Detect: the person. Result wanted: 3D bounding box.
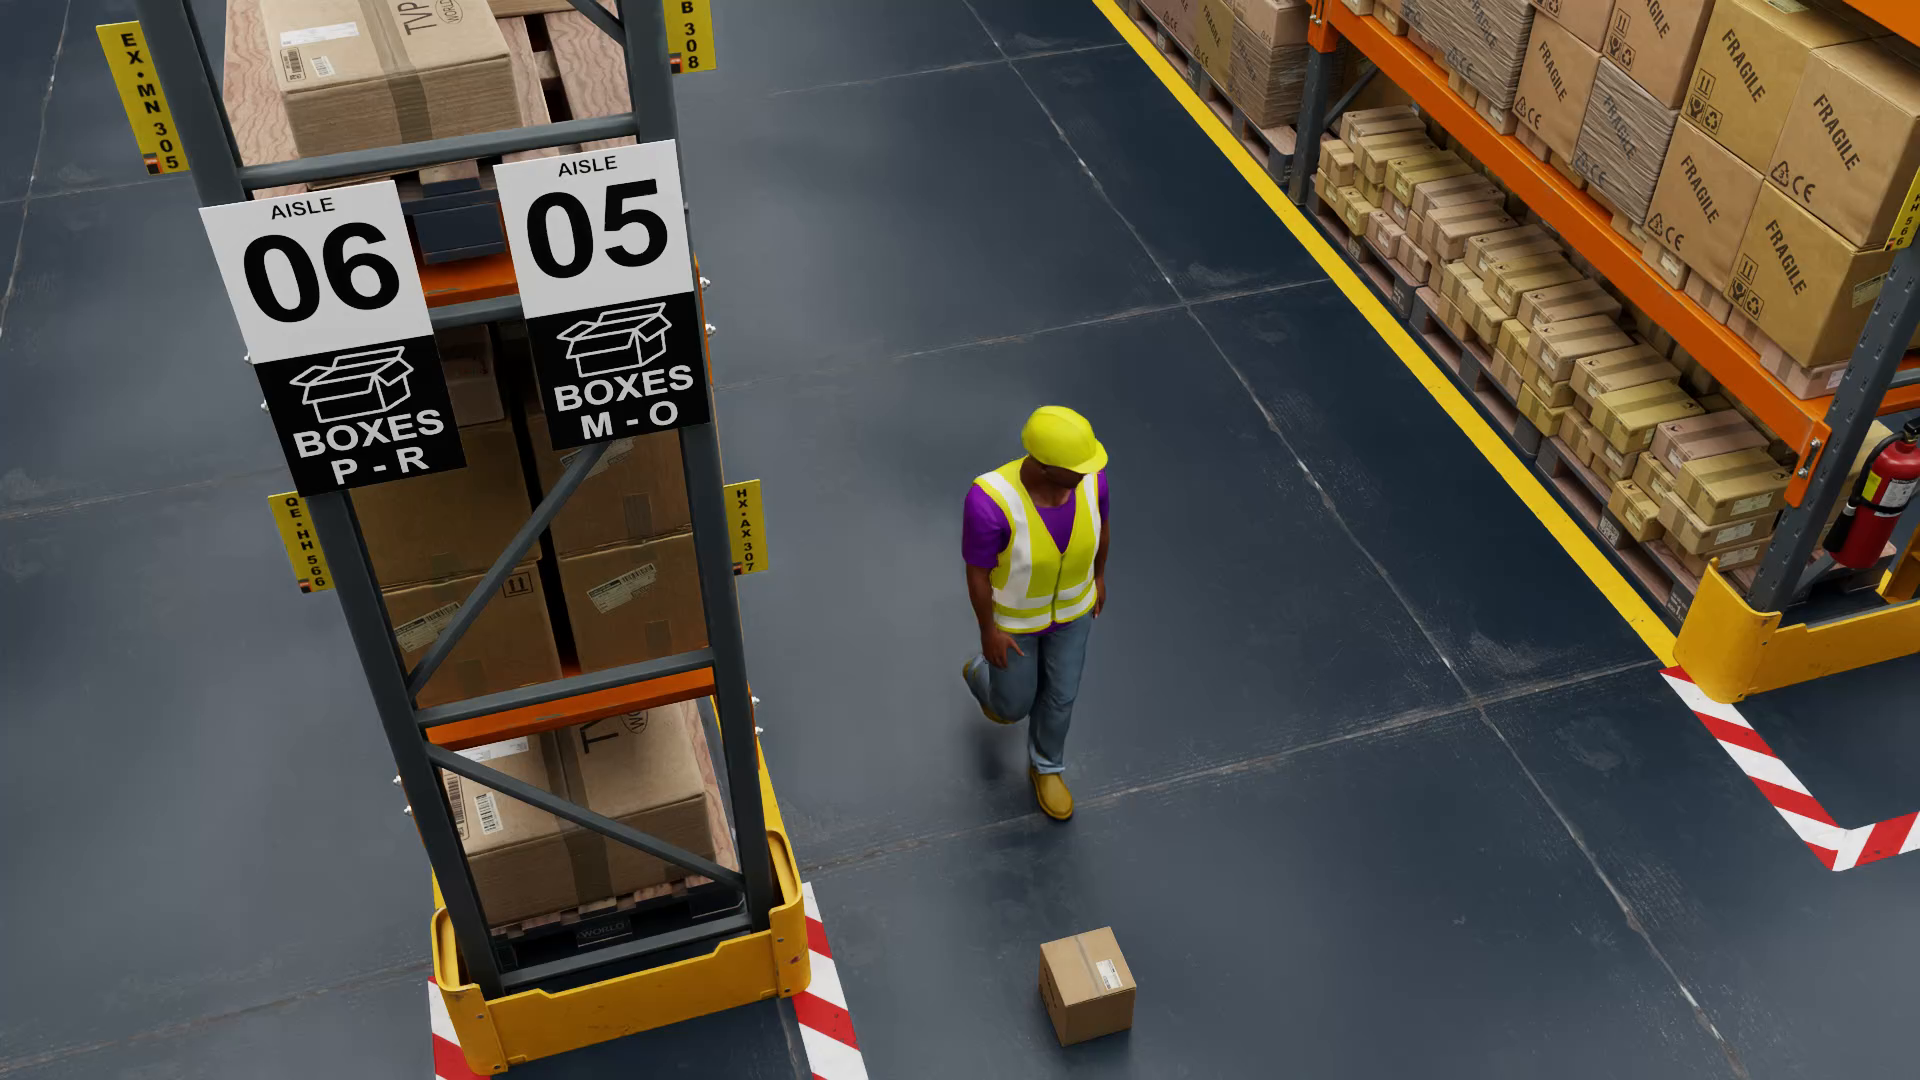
[{"bbox_3d":[0.269,0.199,5.905,0.586,1.763,0.693,-15,44,-16],"label":"person"}]
